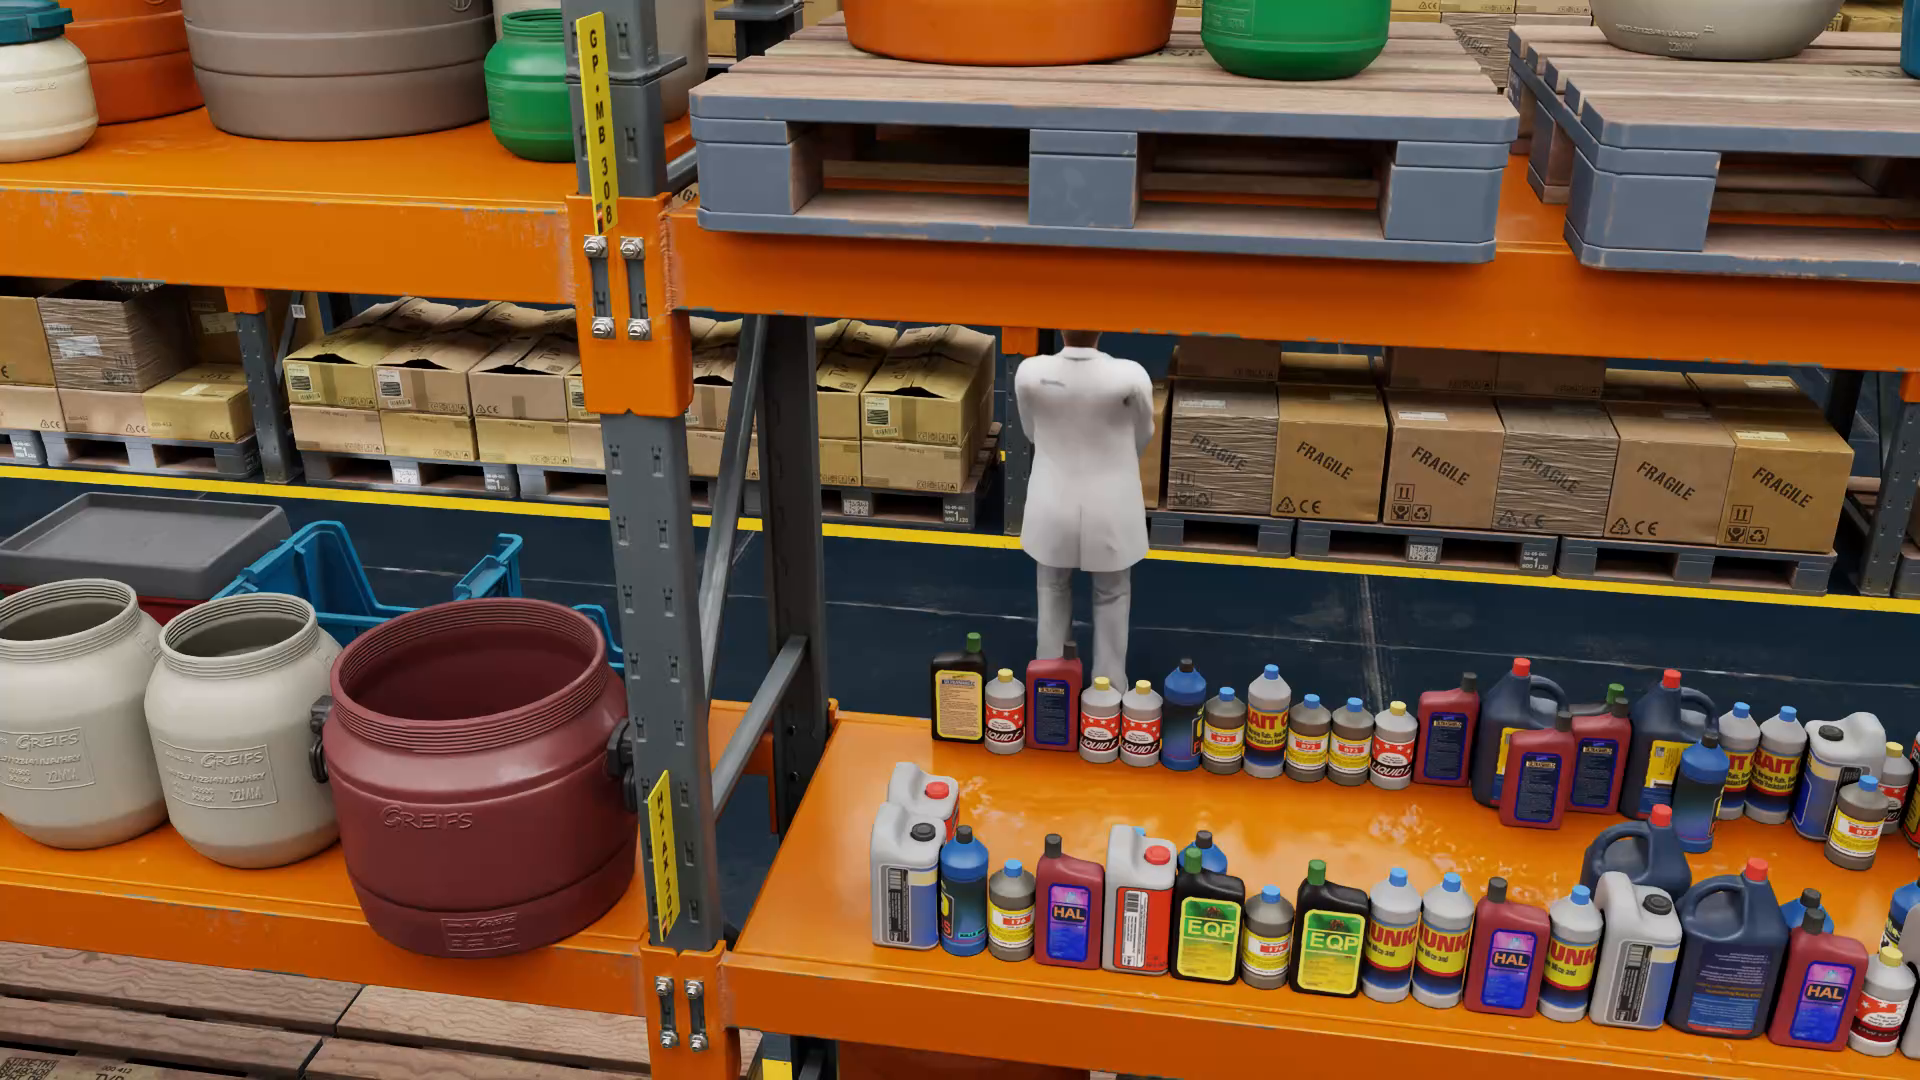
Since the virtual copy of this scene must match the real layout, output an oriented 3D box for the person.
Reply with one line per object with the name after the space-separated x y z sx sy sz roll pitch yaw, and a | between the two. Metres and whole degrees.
0.490 -0.178 6.519 0.530 1.770 0.555 4 25 9 | person
